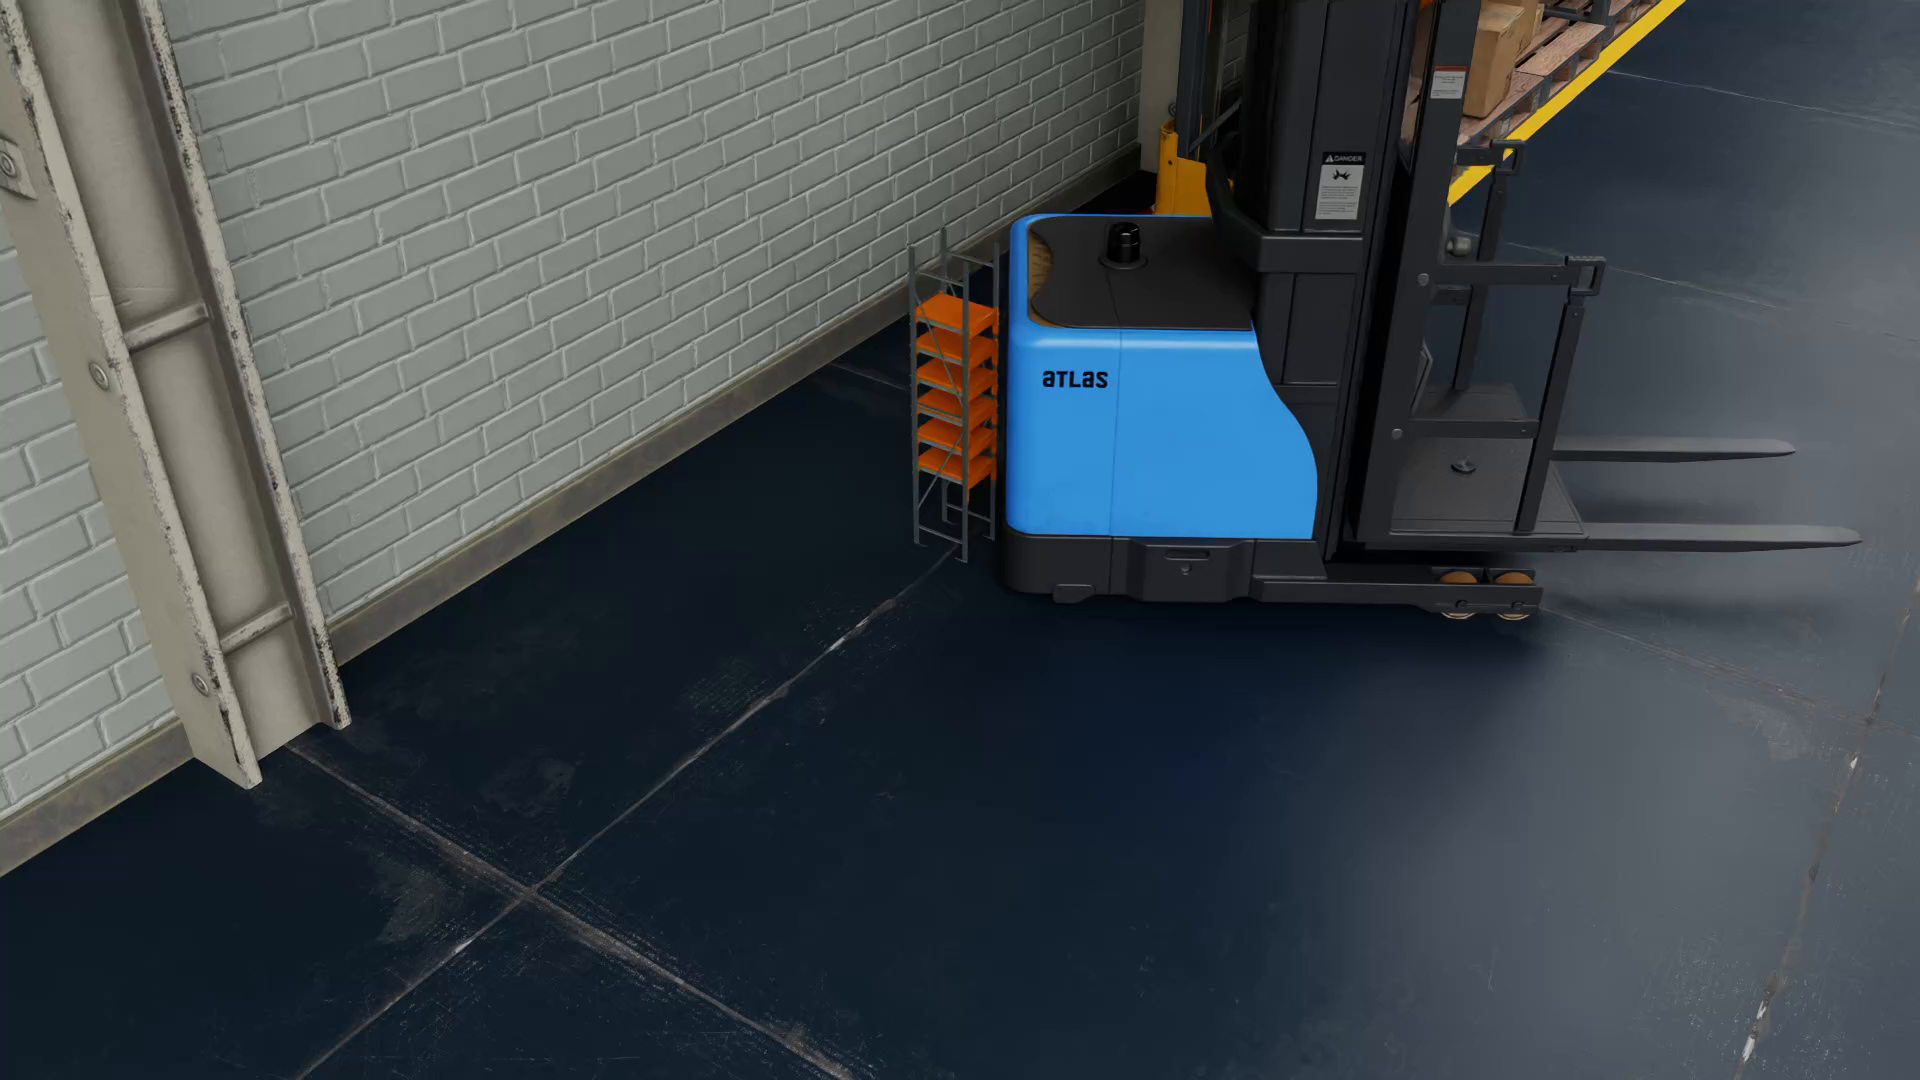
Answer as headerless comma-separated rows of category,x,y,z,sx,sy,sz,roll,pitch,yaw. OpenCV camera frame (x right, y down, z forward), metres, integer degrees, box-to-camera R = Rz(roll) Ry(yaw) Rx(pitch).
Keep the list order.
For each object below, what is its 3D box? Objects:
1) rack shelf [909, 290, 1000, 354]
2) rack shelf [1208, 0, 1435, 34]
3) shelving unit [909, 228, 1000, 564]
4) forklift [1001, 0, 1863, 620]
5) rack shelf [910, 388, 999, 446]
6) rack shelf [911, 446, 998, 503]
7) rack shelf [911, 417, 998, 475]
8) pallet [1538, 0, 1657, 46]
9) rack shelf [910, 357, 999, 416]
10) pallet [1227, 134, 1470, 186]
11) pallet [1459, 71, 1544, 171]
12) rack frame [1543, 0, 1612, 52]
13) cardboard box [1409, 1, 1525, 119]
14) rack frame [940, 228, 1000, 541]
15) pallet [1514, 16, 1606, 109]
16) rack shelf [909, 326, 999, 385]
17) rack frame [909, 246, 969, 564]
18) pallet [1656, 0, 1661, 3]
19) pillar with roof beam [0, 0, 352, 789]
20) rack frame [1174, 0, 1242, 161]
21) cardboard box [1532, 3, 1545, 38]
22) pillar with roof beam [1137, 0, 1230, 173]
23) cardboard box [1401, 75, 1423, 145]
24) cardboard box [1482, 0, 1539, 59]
rack shelf,-0.020,-0.752,5.727,0.258,0.103,0.180,21,39,28
rack shelf,2.670,-3.399,9.241,1.077,0.370,4.000,21,39,28
shelving unit,-0.020,-0.491,5.904,0.258,1.200,0.189,21,39,28
forklift,1.673,-1.237,5.463,3.031,2.935,1.130,1,34,1
rack shelf,-0.020,-0.454,5.929,0.258,0.103,0.180,21,39,28
rack shelf,-0.020,-0.255,6.063,0.258,0.103,0.180,21,39,28
rack shelf,-0.020,-0.354,5.996,0.258,0.103,0.180,21,39,28
pallet,4.253,-3.821,11.712,1.003,0.211,1.213,21,39,28
rack shelf,-0.020,-0.553,5.862,0.258,0.103,0.180,21,39,28
pallet,2.065,-2.019,9.048,1.003,0.211,1.213,21,39,28
pallet,2.761,-2.578,9.874,1.003,0.211,1.213,21,39,28
rack frame,3.810,-4.618,10.401,1.000,3.000,0.127,21,39,28
cardboard box,2.782,-2.797,9.547,0.700,0.500,0.500,19,38,25
rack frame,0.032,-0.533,5.966,0.240,1.200,0.006,21,39,28
pallet,3.456,-3.142,10.708,1.003,0.211,1.213,21,39,28
rack shelf,-0.020,-0.653,5.795,0.258,0.103,0.180,21,39,28
rack frame,-0.072,-0.448,5.842,0.240,1.200,0.006,21,39,28
pallet,4.948,-4.385,12.546,1.003,0.211,1.213,21,39,28
pillar with roof beam,1.334,-1.724,0.766,9.100,9.000,0.400,21,39,28
rack frame,1.530,-2.777,7.679,1.000,3.000,0.127,21,39,28
cardboard box,3.530,-3.370,10.693,0.380,0.166,0.250,16,37,22
pillar with roof beam,4.755,-4.485,4.850,9.100,9.000,0.400,21,39,28
cardboard box,2.323,-2.397,9.125,0.500,0.311,0.500,25,41,32
cardboard box,3.251,-3.274,10.252,0.500,0.500,0.500,18,38,25
